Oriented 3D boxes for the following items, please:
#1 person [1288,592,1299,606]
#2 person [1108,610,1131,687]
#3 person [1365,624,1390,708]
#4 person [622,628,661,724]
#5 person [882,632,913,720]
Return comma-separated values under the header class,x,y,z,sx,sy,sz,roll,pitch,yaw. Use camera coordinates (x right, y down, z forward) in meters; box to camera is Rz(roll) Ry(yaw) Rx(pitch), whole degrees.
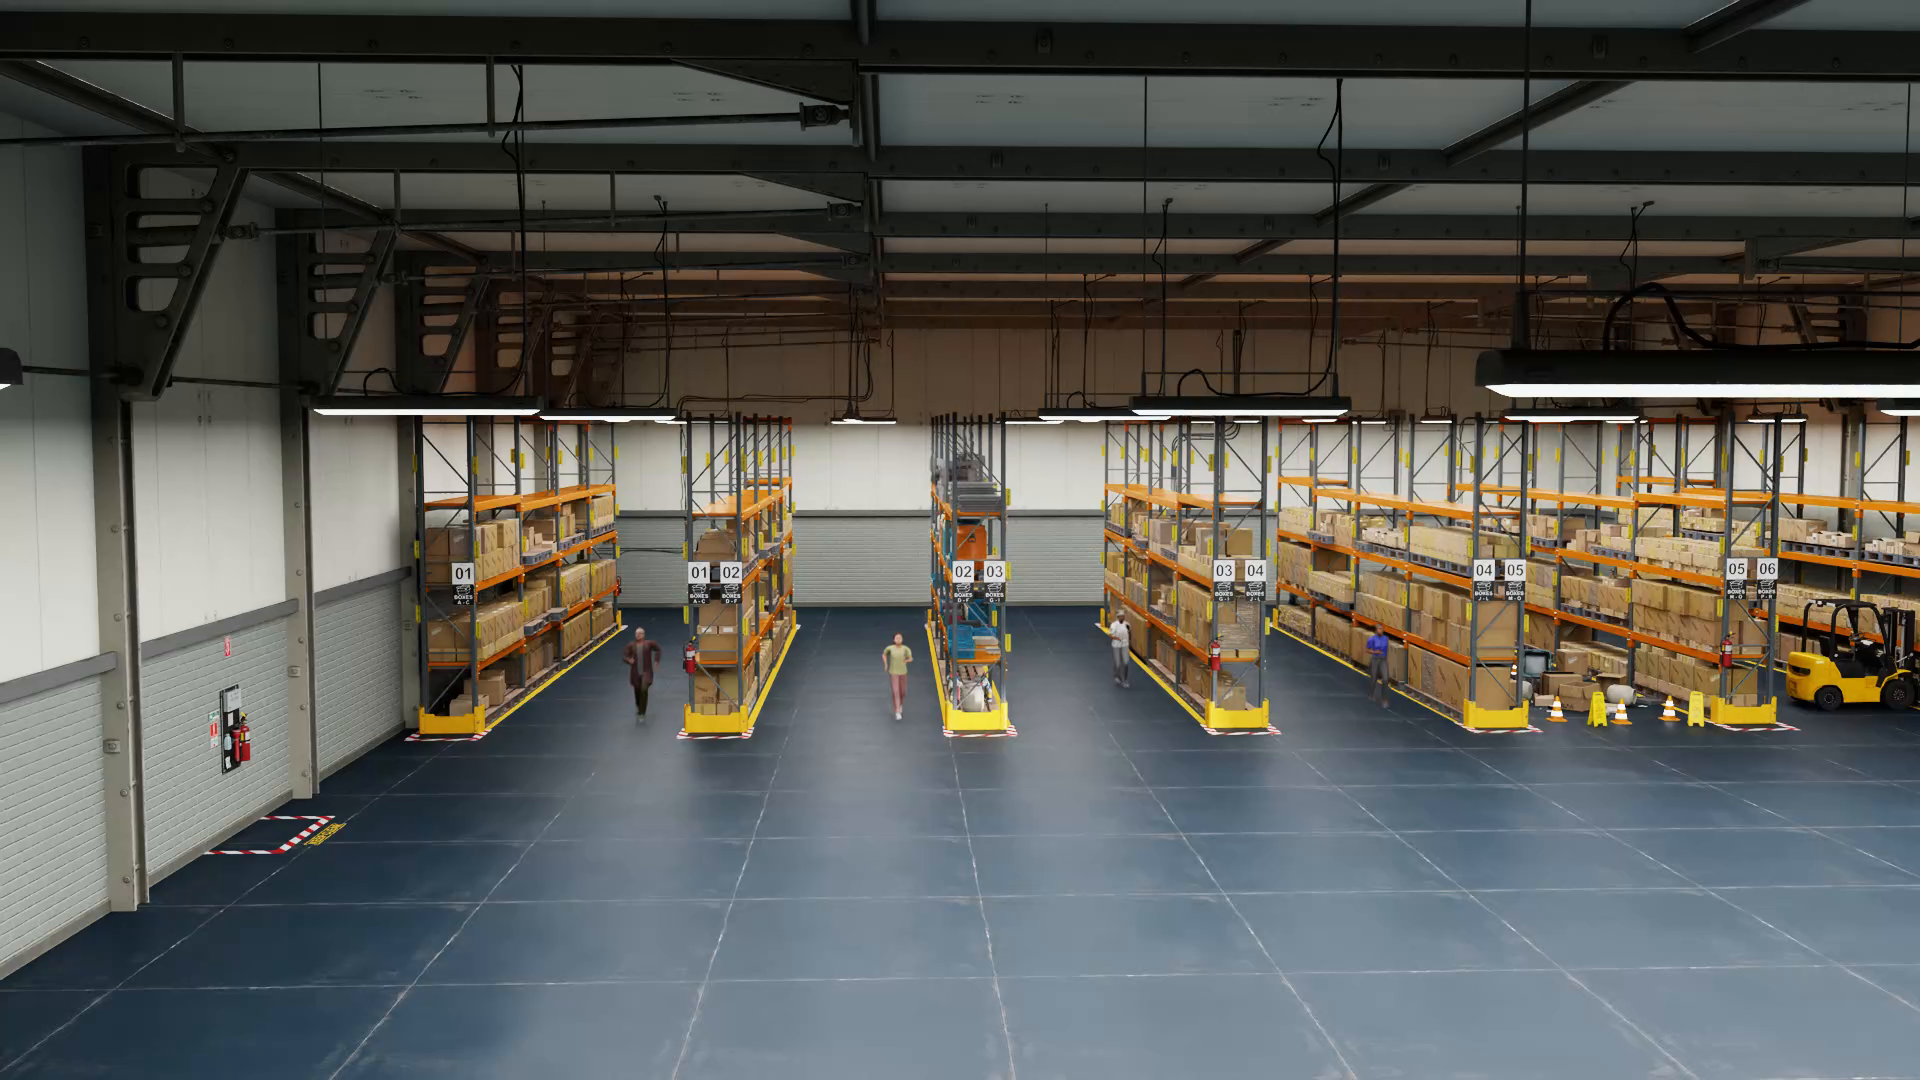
class,x,y,z,sx,sy,sz,roll,pitch,yaw
person,9.802,1.579,48.779,0.861,1.589,0.540,-1,4,-12
person,3.547,2.396,36.743,0.566,1.746,0.727,0,4,-5
person,8.585,2.567,34.189,0.567,1.707,0.787,0,4,-3
person,-6.229,2.615,32.554,0.720,1.801,1.061,0,4,1
person,-1.210,2.637,32.703,0.574,1.655,0.969,-1,4,-11
